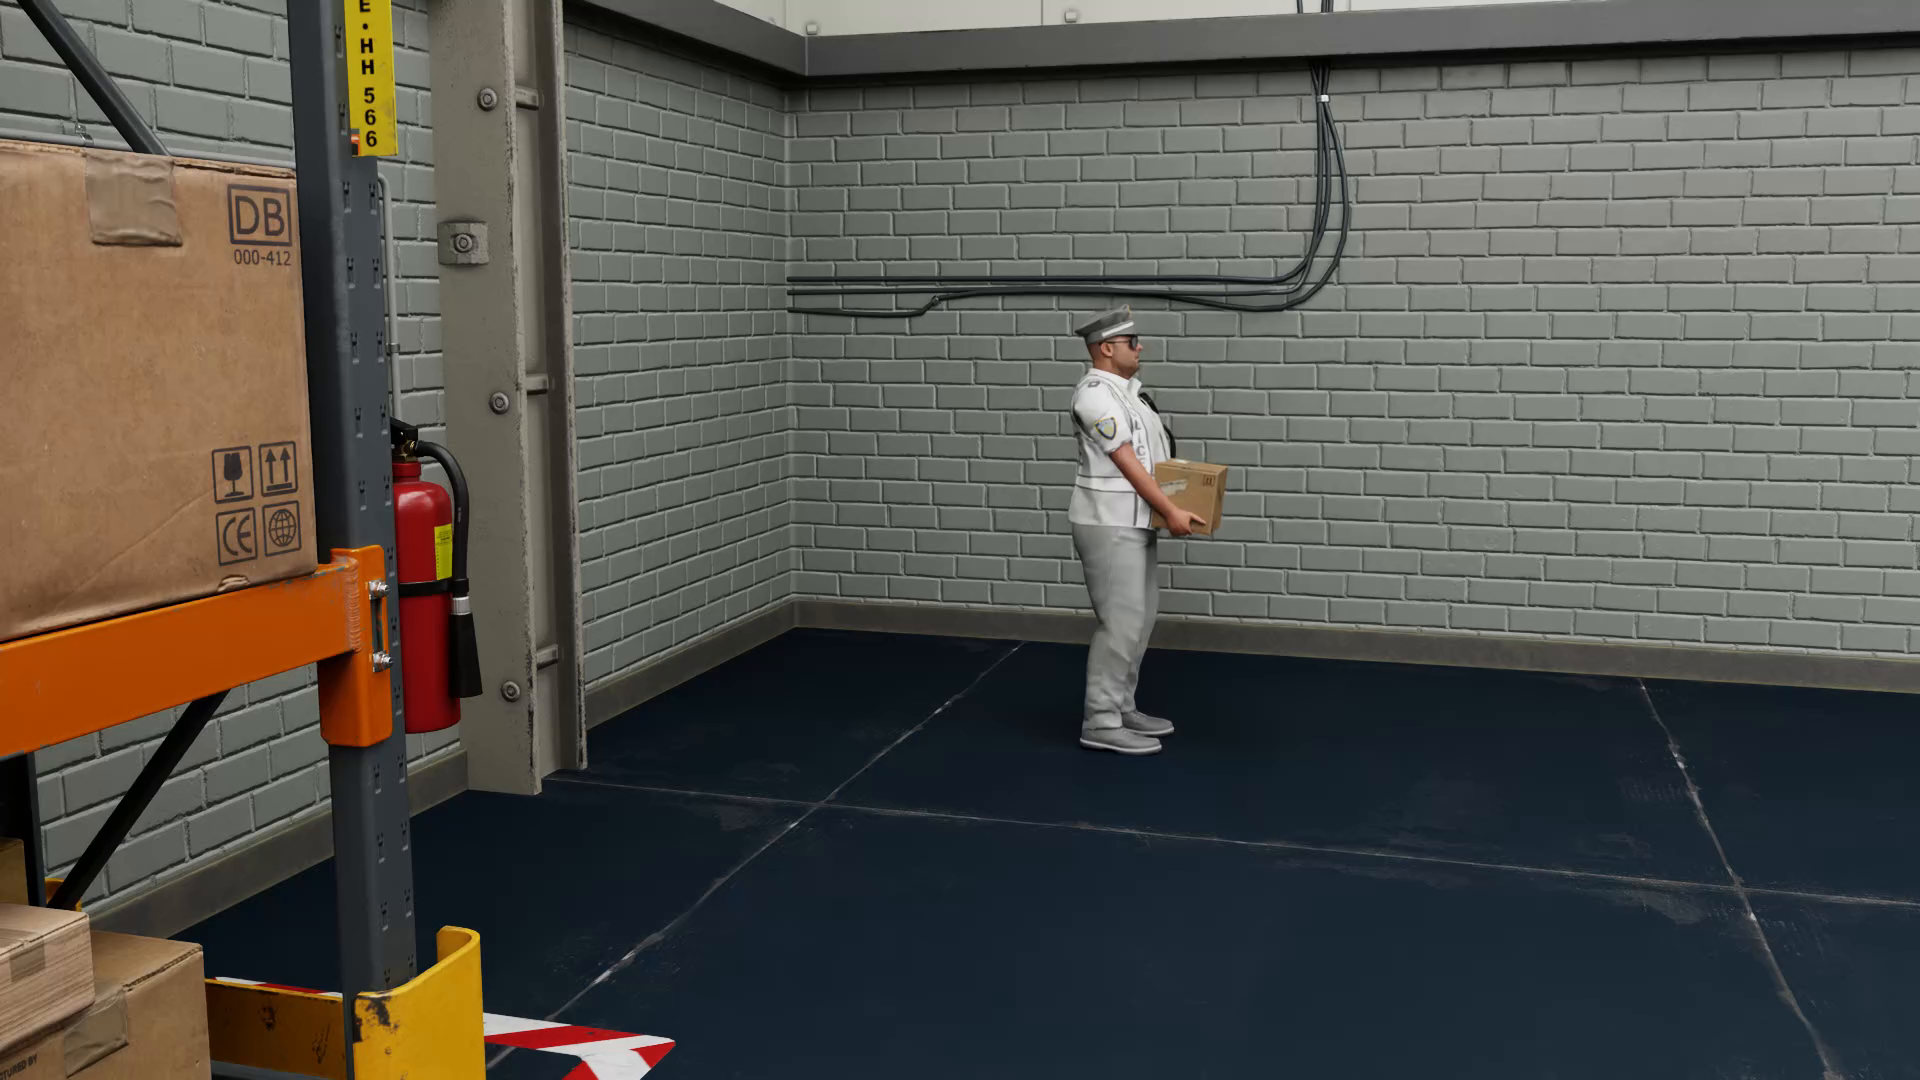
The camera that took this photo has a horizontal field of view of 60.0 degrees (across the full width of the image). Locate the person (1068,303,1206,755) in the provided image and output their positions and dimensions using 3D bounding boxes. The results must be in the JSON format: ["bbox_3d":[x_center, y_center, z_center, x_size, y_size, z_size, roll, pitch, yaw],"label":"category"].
[{"bbox_3d":[0.724,-0.055,6.639,0.563,1.767,0.494,3,9,17],"label":"person"}]
